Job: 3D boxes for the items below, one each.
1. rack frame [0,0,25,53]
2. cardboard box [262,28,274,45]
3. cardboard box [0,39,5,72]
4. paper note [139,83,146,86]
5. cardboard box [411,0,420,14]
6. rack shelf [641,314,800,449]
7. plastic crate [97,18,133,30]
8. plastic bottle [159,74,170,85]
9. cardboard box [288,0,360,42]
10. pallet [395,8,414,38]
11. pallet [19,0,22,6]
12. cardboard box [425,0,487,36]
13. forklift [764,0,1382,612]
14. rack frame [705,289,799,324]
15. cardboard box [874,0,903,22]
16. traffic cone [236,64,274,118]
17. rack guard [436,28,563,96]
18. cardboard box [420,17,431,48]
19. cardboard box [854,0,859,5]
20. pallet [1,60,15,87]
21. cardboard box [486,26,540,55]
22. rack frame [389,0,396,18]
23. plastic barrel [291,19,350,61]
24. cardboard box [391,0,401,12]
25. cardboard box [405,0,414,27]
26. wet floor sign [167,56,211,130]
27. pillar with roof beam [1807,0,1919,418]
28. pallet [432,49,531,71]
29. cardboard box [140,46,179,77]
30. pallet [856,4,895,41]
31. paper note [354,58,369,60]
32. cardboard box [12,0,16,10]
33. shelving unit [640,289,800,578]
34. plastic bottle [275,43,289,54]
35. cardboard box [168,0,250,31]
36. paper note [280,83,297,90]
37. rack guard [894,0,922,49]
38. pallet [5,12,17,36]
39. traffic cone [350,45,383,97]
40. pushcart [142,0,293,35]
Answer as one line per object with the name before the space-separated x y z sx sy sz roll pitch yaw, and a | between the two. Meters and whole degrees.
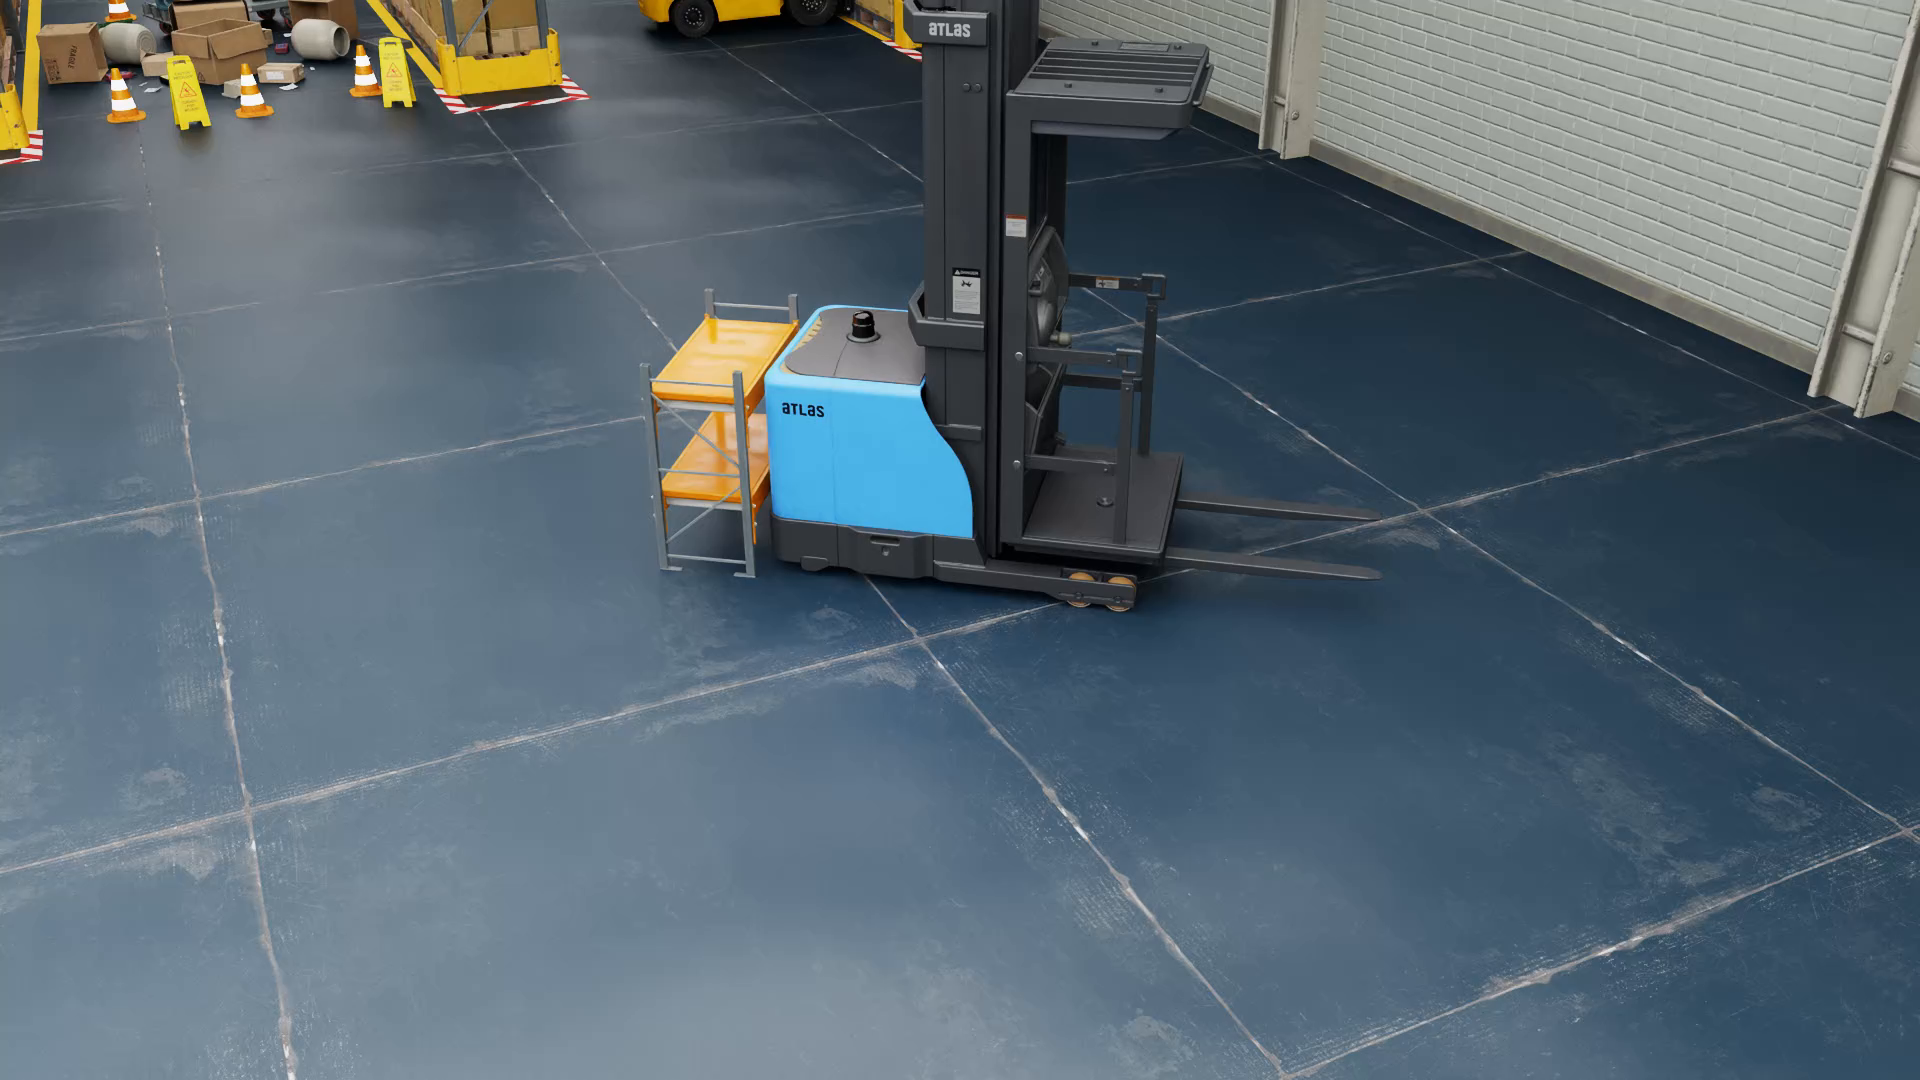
rack frame | -10.788 -6.607 17.466 1.000 3.000 0.127 -13 32 -22
cardboard box | -7.950 -5.688 18.622 0.396 0.266 0.258 13 32 21
cardboard box | -10.191 -5.174 16.653 0.875 0.875 0.875 -13 32 -22
paper note | -8.398 -4.690 17.103 0.032 0.001 0.123 2 29 4
cardboard box | -5.661 -5.989 17.978 0.500 0.500 0.500 -14 32 -23
rack shelf | -1.192 -0.826 8.475 0.538 0.278 1.000 5 30 9
plastic crate | -9.530 -5.604 18.493 0.450 0.188 0.662 -7 28 9
plastic bottle | -8.177 -4.760 17.176 0.283 0.061 0.133 26 38 38
cardboard box | -7.130 -5.843 18.656 0.500 0.500 0.500 7 30 13
pallet | -6.041 -6.186 19.565 1.003 0.211 1.213 -13 32 -22
pallet | -12.235 -6.794 20.650 1.003 0.211 1.213 -13 32 -22
cardboard box | -5.223 -5.534 17.168 0.500 0.500 0.500 -13 32 -22
forklift | 0.610 -1.214 7.918 3.031 2.935 1.130 6 30 11
rack frame | -1.104 -0.816 9.055 0.500 1.125 0.032 5 30 9
cardboard box | -0.649 -6.093 18.931 0.500 0.250 0.500 -13 32 -22
traffic cone | -6.850 -4.354 16.041 0.336 0.463 0.334 -13 32 -22
rack guard | -4.676 -4.868 16.919 1.175 0.500 0.348 -13 32 -22
cardboard box | -5.449 -5.439 17.765 0.500 0.250 0.500 -13 32 -22
cardboard box | -1.061 -6.538 19.724 0.500 0.250 0.500 -13 32 -21
pallet | -10.005 -4.499 16.557 1.003 0.211 1.213 -13 32 -22
cardboard box | -4.740 -5.323 17.557 0.500 0.250 0.500 -13 32 -22
rack frame | -6.361 -7.691 19.399 1.000 3.000 0.127 -13 32 -22
plastic barrel | -6.898 -5.395 17.938 0.512 0.421 0.421 7 30 13
cardboard box | -6.351 -6.358 19.403 0.500 0.250 0.500 -15 32 -24
cardboard box | -5.882 -5.890 18.570 0.500 0.250 0.500 -14 32 -23
wet floor sign | -7.270 -4.216 15.609 0.267 0.644 0.232 -19 35 -30
pillar with roof beam | 1.616 -3.877 6.463 9.100 9.000 0.400 -13 32 -22
pallet | -4.993 -5.108 17.643 1.003 0.211 1.213 -13 32 -22
cardboard box | -8.387 -5.042 17.470 0.396 0.266 0.258 -8 30 -13
pallet | -0.528 -6.081 19.378 1.003 0.211 1.213 -13 32 -22
paper note | -6.489 -5.235 18.054 0.148 0.019 0.142 26 38 38
cardboard box | -11.547 -6.491 19.130 1.050 0.750 0.750 -13 32 -22
shelving unit | -1.192 -0.571 8.618 0.538 1.125 1.048 5 30 9
plastic bottle | -7.501 -5.446 18.399 0.133 0.061 0.283 -8 30 -13
cardboard box | -8.093 -5.550 17.995 0.797 0.637 0.503 -13 32 -22
paper note | -6.847 -4.629 16.974 0.142 0.019 0.148 26 38 38
rack guard | -0.152 -5.867 18.702 1.175 0.500 0.348 -13 32 -22
pallet | -11.187 -5.716 18.728 1.003 0.211 1.213 -13 32 -22
traffic cone | -5.993 -4.737 16.724 0.336 0.463 0.334 -13 32 -22
pushcart | -8.399 -6.047 19.147 0.936 0.377 1.648 26 38 38
